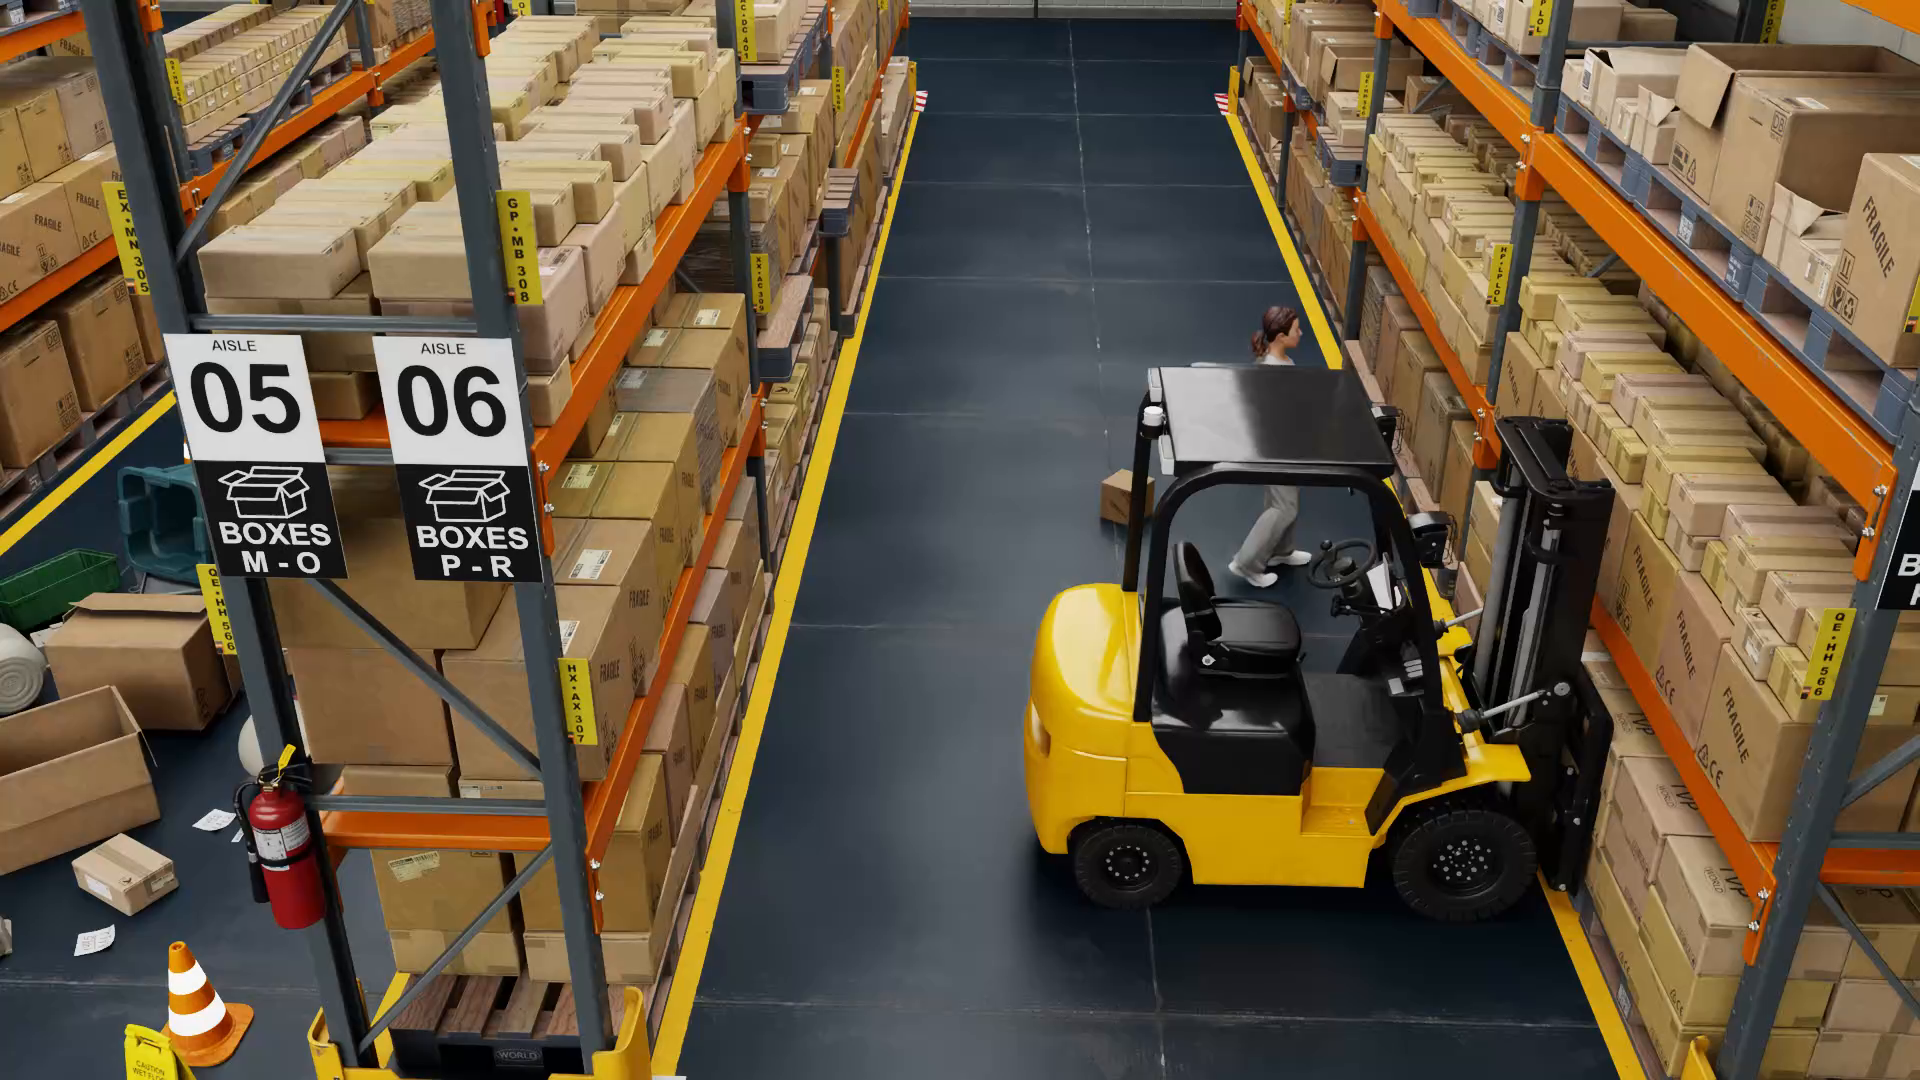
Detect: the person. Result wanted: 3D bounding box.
[{"bbox_3d":[1.868,-0.555,9.657,0.536,1.670,0.484,1,28,3],"label":"person"}]
